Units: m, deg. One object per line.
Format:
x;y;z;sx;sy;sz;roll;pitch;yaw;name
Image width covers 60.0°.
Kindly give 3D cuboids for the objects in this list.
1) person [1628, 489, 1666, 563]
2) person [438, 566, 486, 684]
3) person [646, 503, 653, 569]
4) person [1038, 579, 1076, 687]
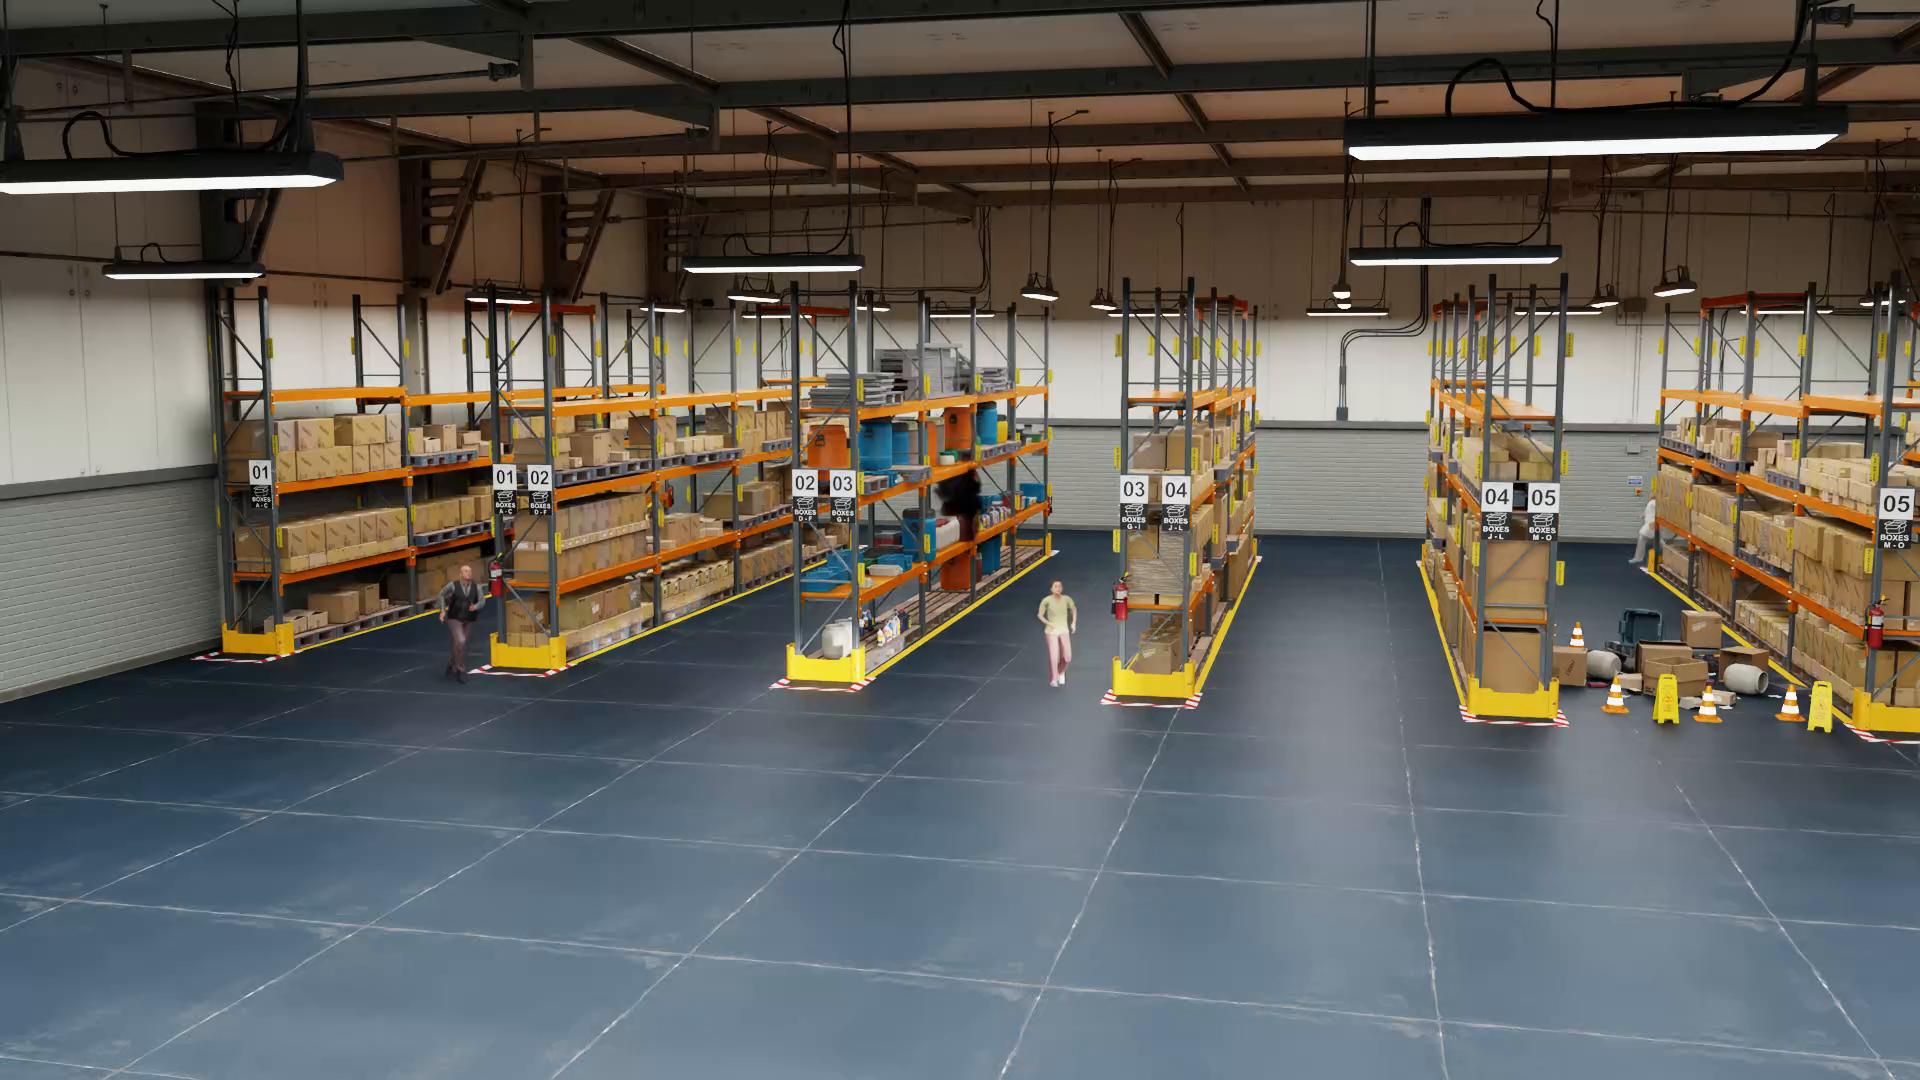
16.066;-0.312;38.628;0.998;1.779;0.763;4;8;31;person
-7.516;1.252;25.253;0.651;1.714;0.839;-5;8;-38;person
-6.530;0.088;35.285;0.703;1.758;0.853;1;7;7;person
1.451;1.373;24.487;0.617;1.624;0.550;-1;7;-11;person
